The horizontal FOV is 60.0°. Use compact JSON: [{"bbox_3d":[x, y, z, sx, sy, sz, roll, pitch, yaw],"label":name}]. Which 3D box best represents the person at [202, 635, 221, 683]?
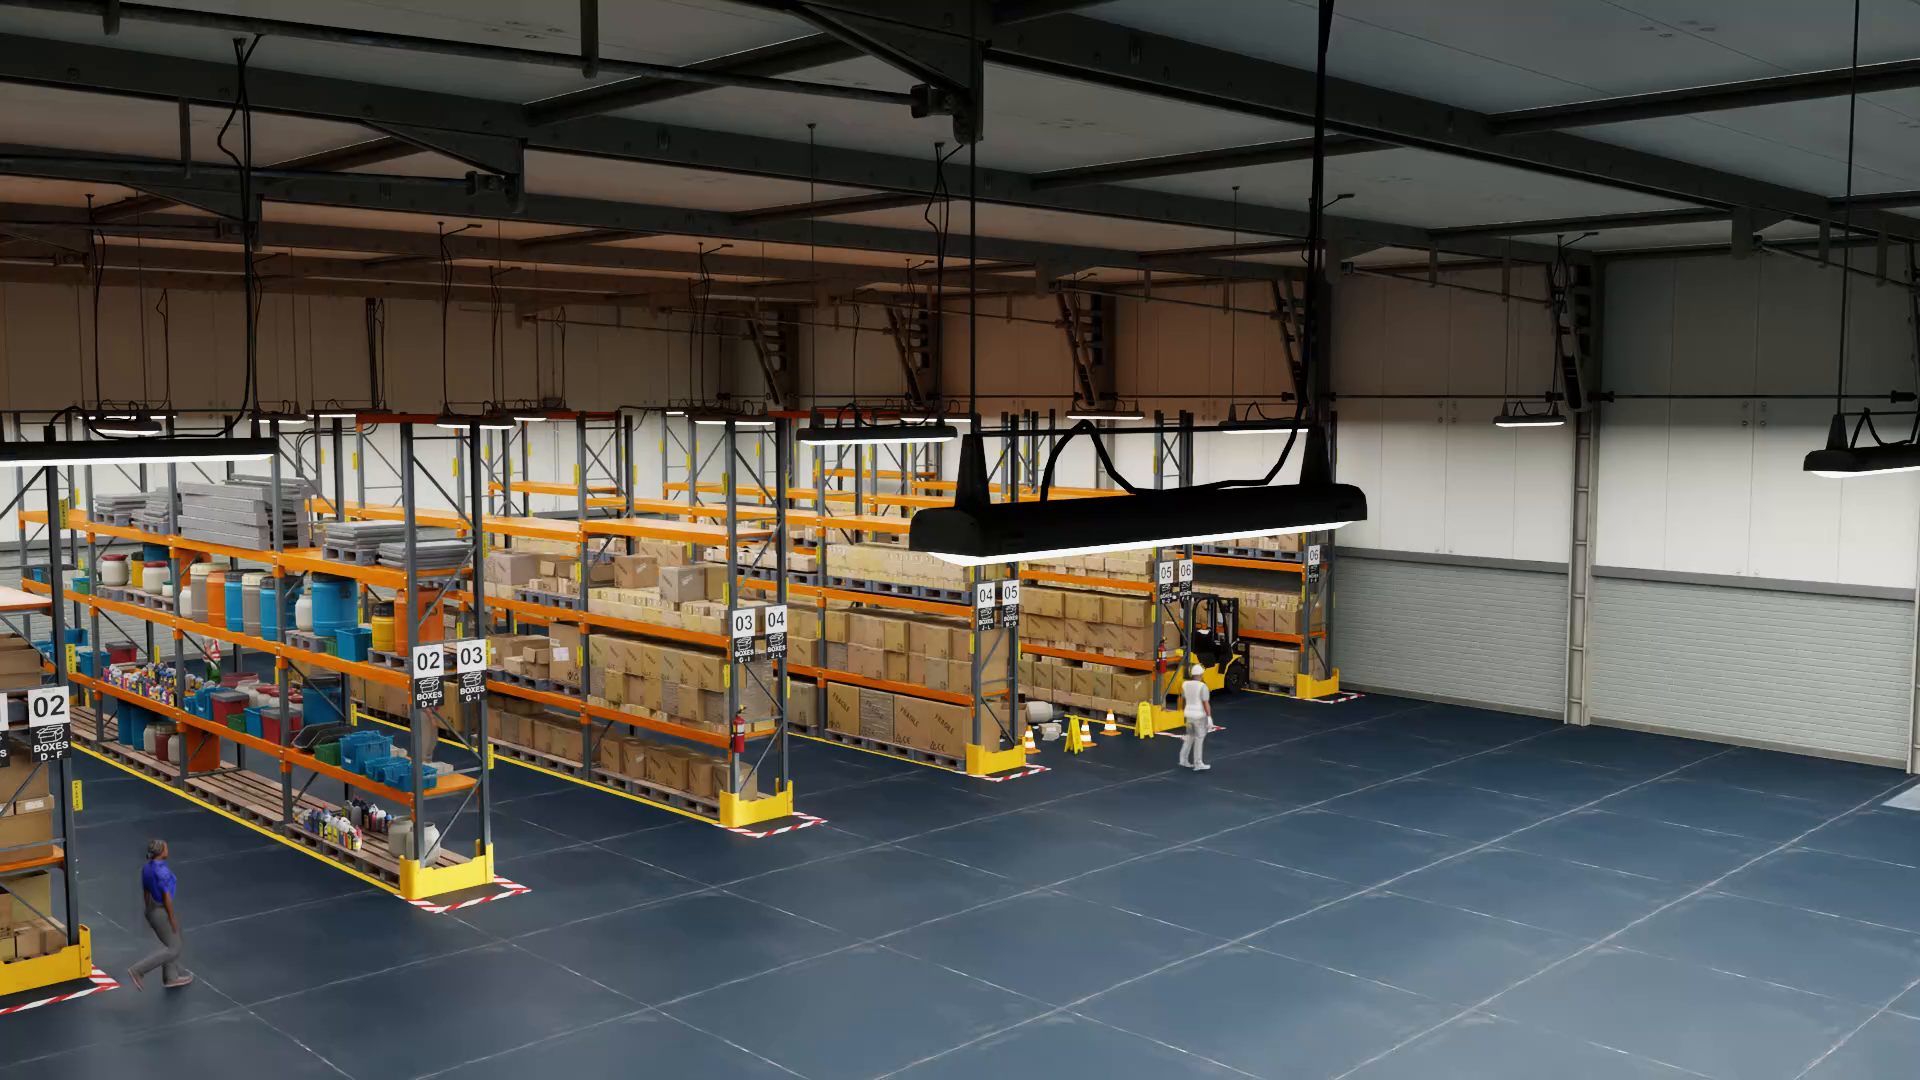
[{"bbox_3d":[-15.281,2.496,34.003,0.420,1.814,0.580,-4,6,-35],"label":"person"}]

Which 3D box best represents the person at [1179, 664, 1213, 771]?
[{"bbox_3d":[4.018,3.012,28.171,0.374,1.812,0.663,-4,6,-38],"label":"person"}]

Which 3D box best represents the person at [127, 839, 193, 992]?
[{"bbox_3d":[-8.513,3.972,17.625,0.662,1.625,0.521,-4,6,-36],"label":"person"}]

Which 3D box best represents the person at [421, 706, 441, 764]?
[{"bbox_3d":[-8.970,3.027,28.132,0.386,1.740,0.589,0,5,-5],"label":"person"}]
